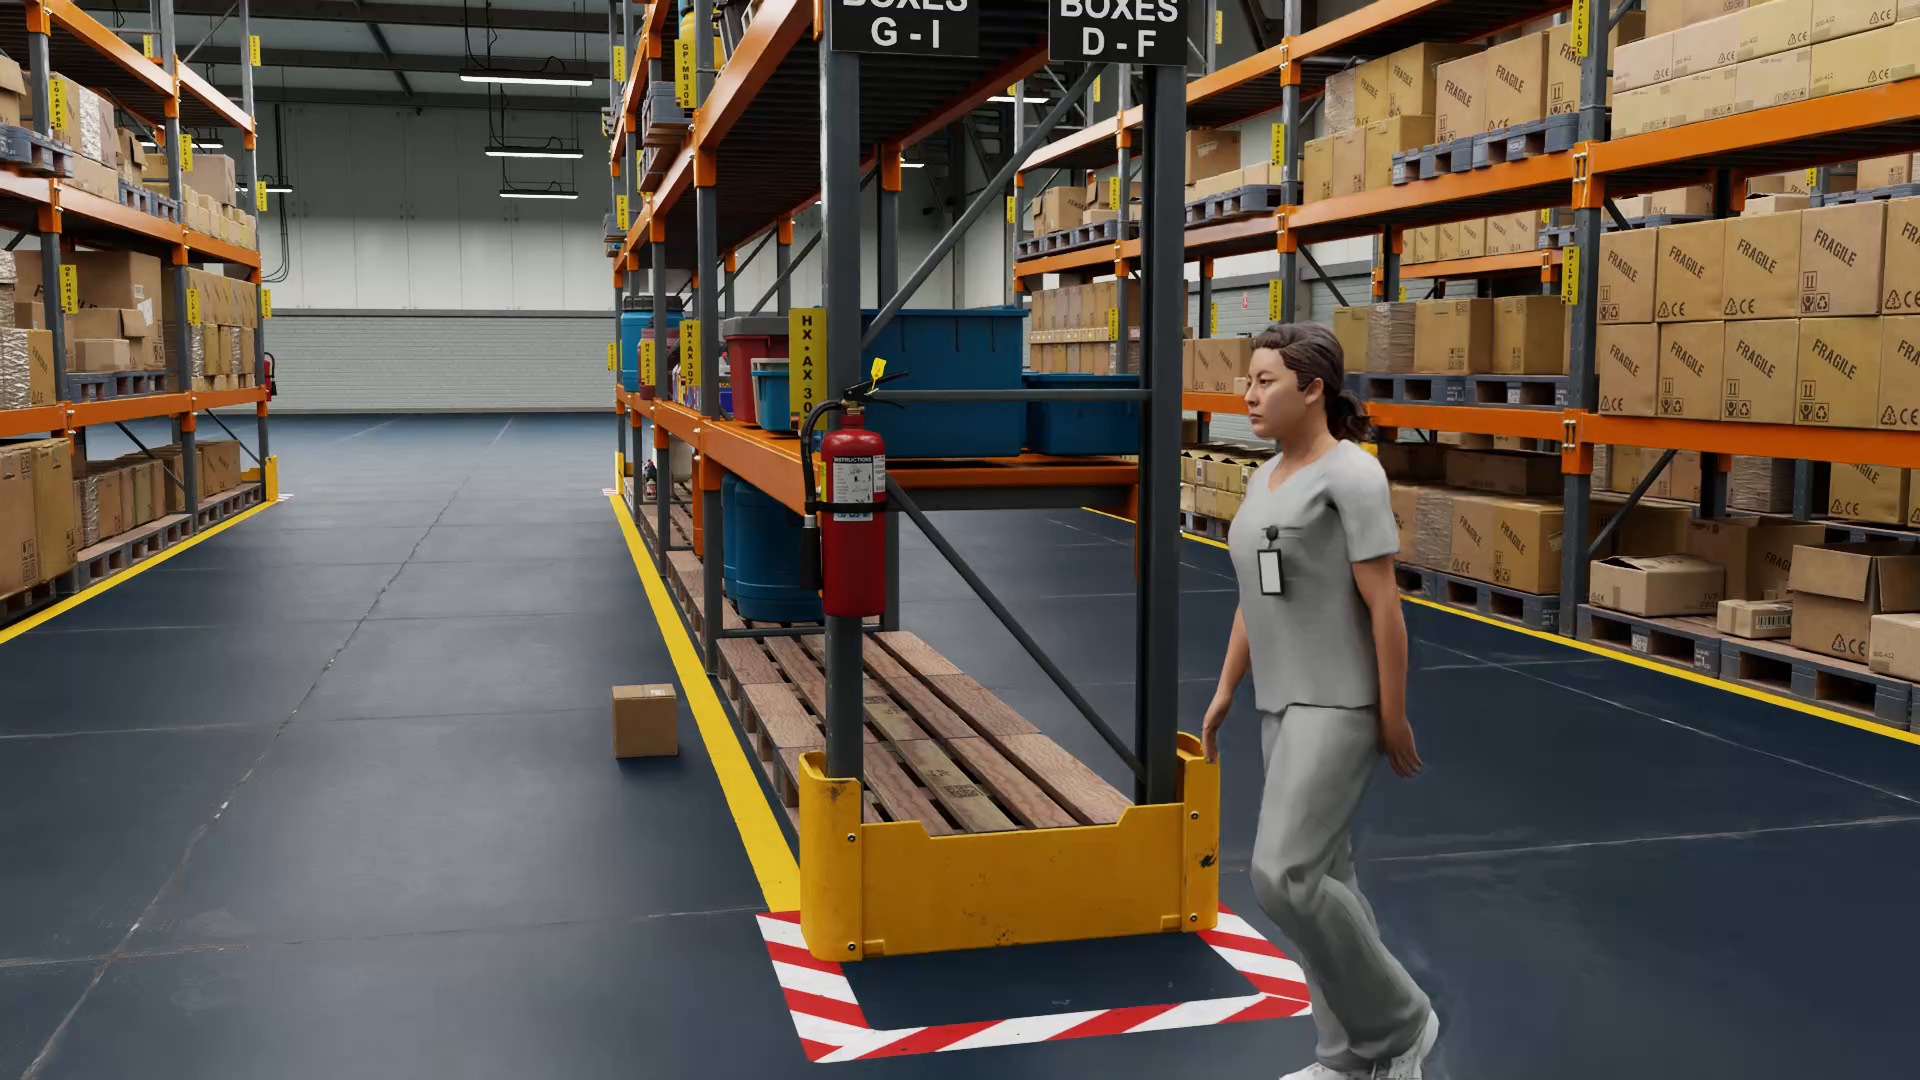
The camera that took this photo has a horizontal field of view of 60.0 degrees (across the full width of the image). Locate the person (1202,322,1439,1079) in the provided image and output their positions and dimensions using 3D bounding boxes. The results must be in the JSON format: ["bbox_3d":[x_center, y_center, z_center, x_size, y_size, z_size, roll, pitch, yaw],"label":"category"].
[{"bbox_3d":[0.749,0.373,3.522,0.432,1.658,0.537,-2,6,-17],"label":"person"}]
